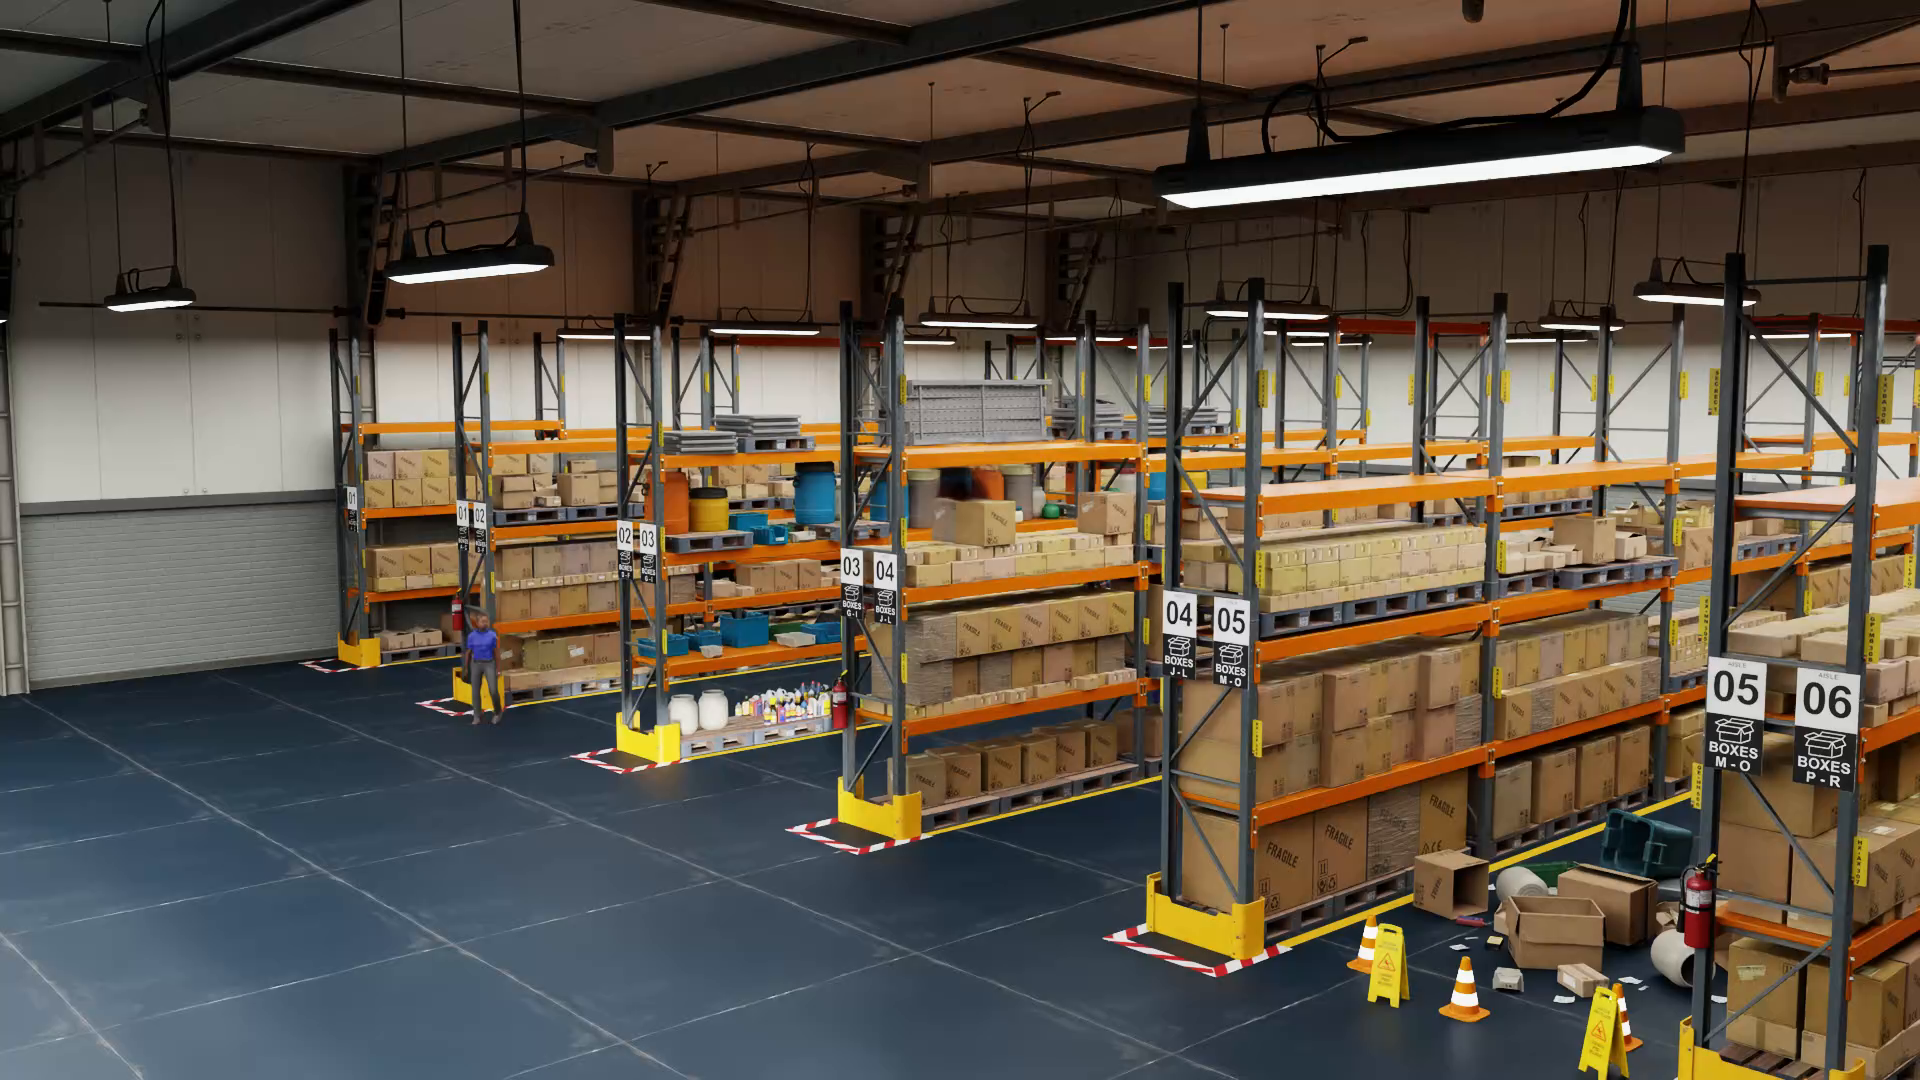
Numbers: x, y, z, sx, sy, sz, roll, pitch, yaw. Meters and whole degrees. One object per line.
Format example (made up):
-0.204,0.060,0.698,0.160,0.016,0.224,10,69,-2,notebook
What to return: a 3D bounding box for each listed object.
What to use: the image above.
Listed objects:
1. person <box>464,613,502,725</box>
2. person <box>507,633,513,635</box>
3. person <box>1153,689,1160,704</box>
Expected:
-7.093,1.924,24.731,0.518,1.657,0.383,-1,6,-7,person
-8.307,1.385,30.148,0.648,1.646,0.448,1,6,10,person
3.140,1.861,25.211,0.503,1.667,0.510,-3,7,-30,person
